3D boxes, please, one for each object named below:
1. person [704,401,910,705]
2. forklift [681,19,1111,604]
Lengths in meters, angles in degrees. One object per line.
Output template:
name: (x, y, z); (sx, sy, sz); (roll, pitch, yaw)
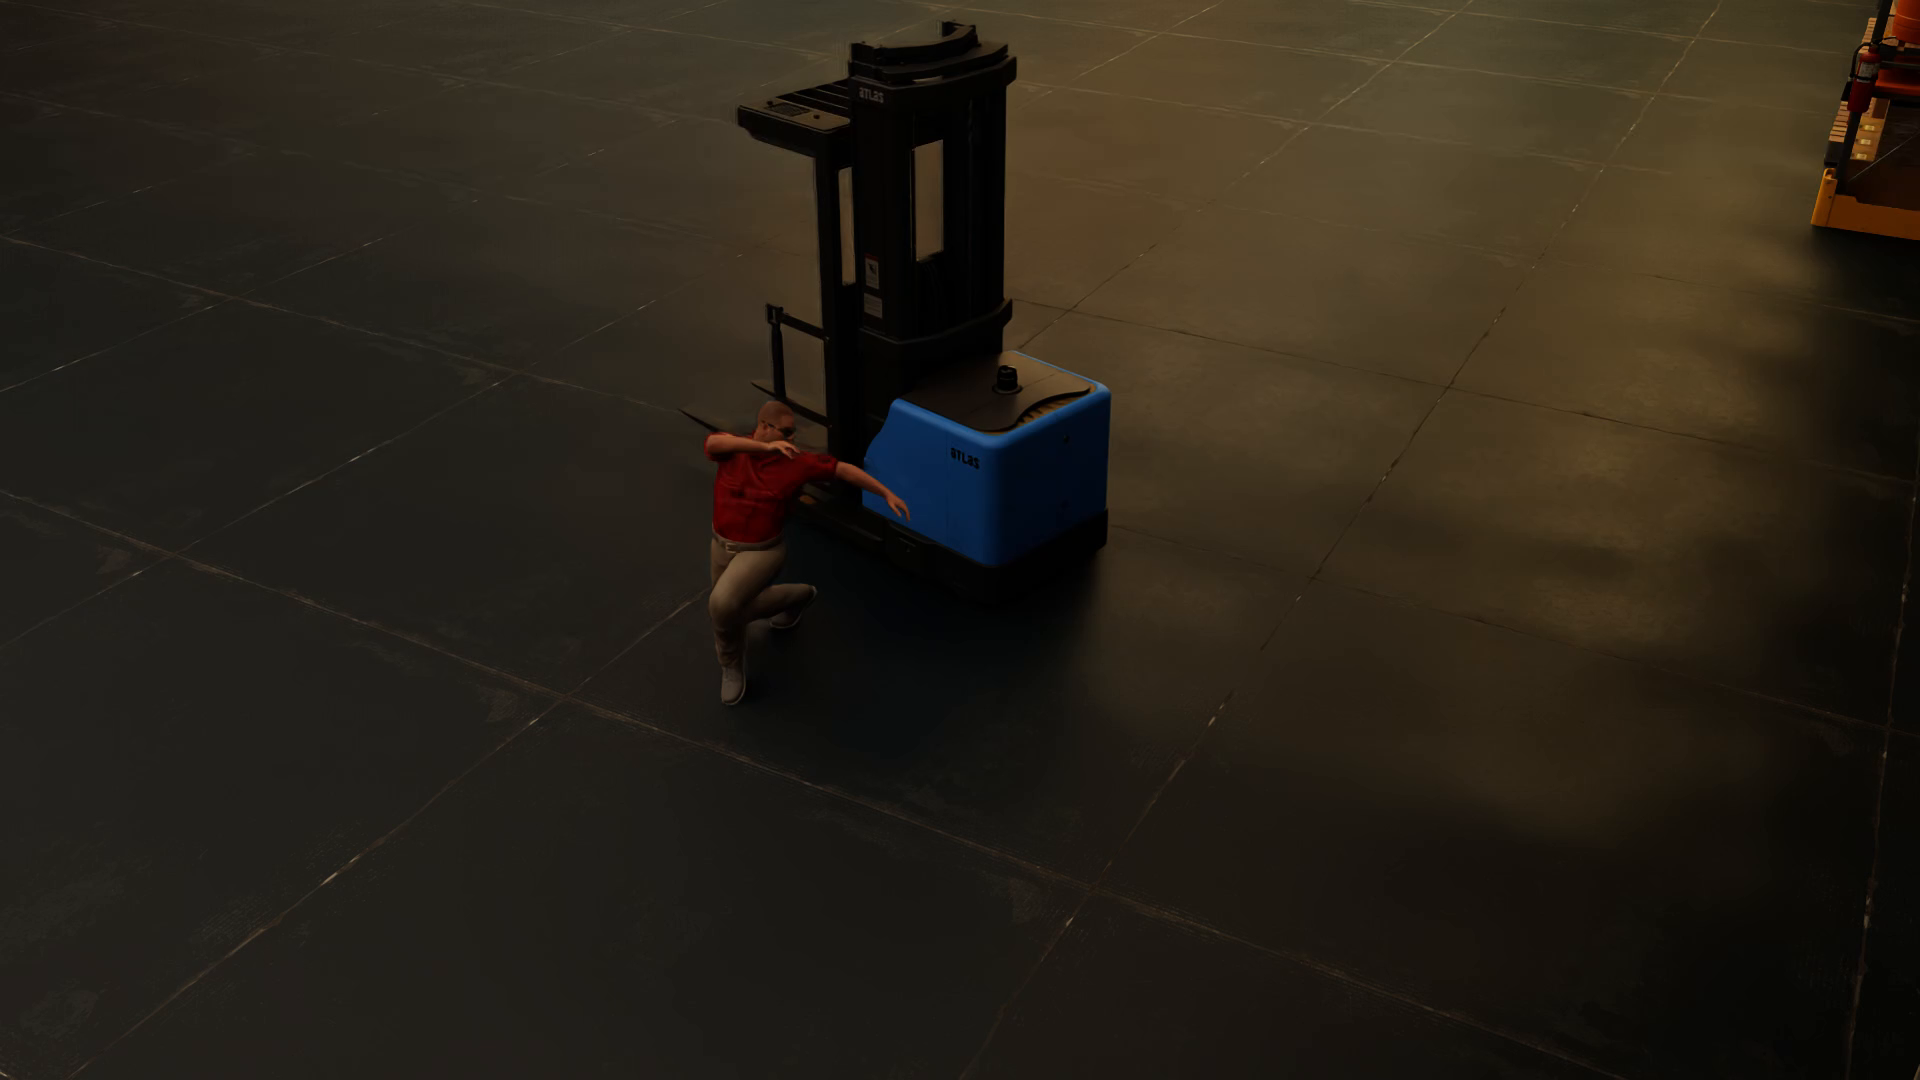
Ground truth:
person: (-0.839, 0.048, 8.507); (0.977, 1.444, 0.956); (11, 32, 18)
forklift: (-0.540, -1.542, 9.742); (3.031, 2.935, 1.130); (26, 39, 37)
